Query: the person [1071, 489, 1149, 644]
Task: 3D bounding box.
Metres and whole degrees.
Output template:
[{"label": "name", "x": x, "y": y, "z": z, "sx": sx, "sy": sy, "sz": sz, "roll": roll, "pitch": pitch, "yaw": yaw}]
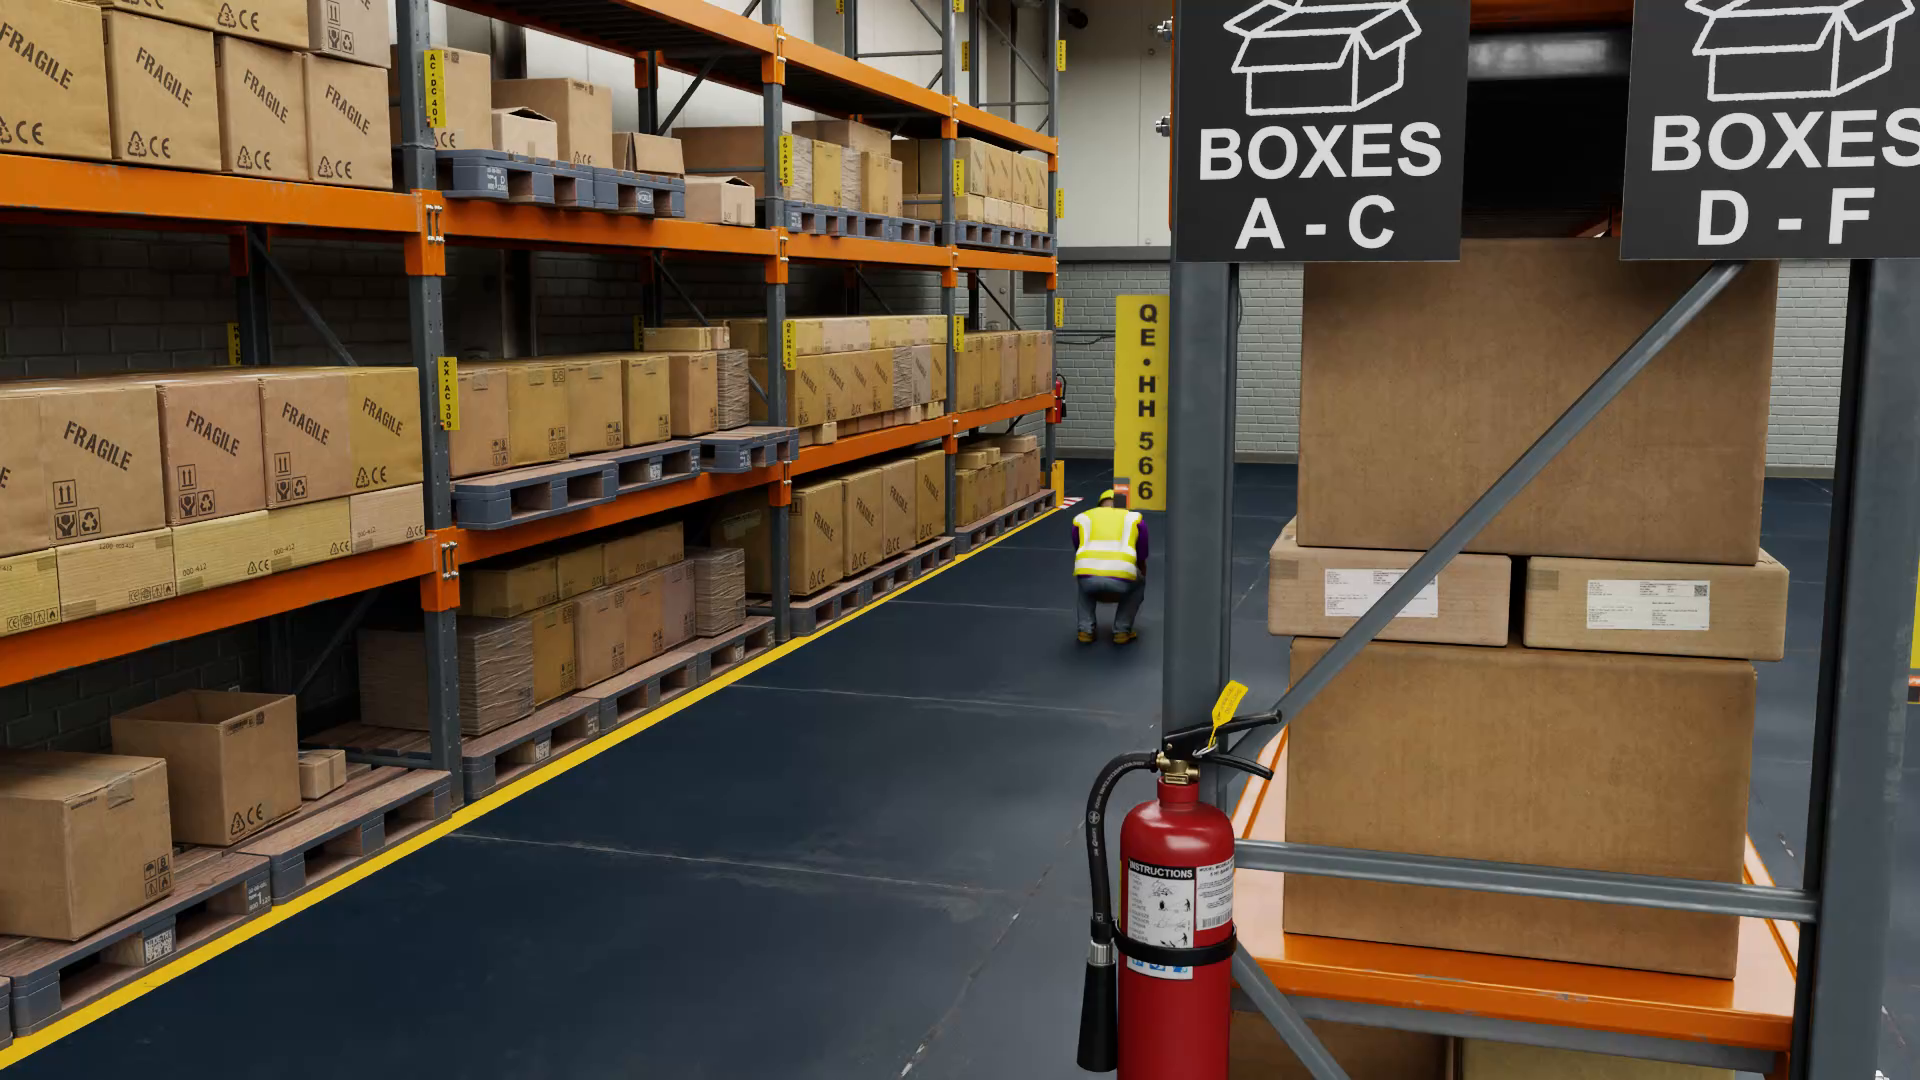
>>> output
[{"label": "person", "x": 1.029, "y": 0.183, "z": 11.650, "sx": 0.540, "sy": 1.011, "sz": 0.904, "roll": 2, "pitch": 9, "yaw": 15}]
